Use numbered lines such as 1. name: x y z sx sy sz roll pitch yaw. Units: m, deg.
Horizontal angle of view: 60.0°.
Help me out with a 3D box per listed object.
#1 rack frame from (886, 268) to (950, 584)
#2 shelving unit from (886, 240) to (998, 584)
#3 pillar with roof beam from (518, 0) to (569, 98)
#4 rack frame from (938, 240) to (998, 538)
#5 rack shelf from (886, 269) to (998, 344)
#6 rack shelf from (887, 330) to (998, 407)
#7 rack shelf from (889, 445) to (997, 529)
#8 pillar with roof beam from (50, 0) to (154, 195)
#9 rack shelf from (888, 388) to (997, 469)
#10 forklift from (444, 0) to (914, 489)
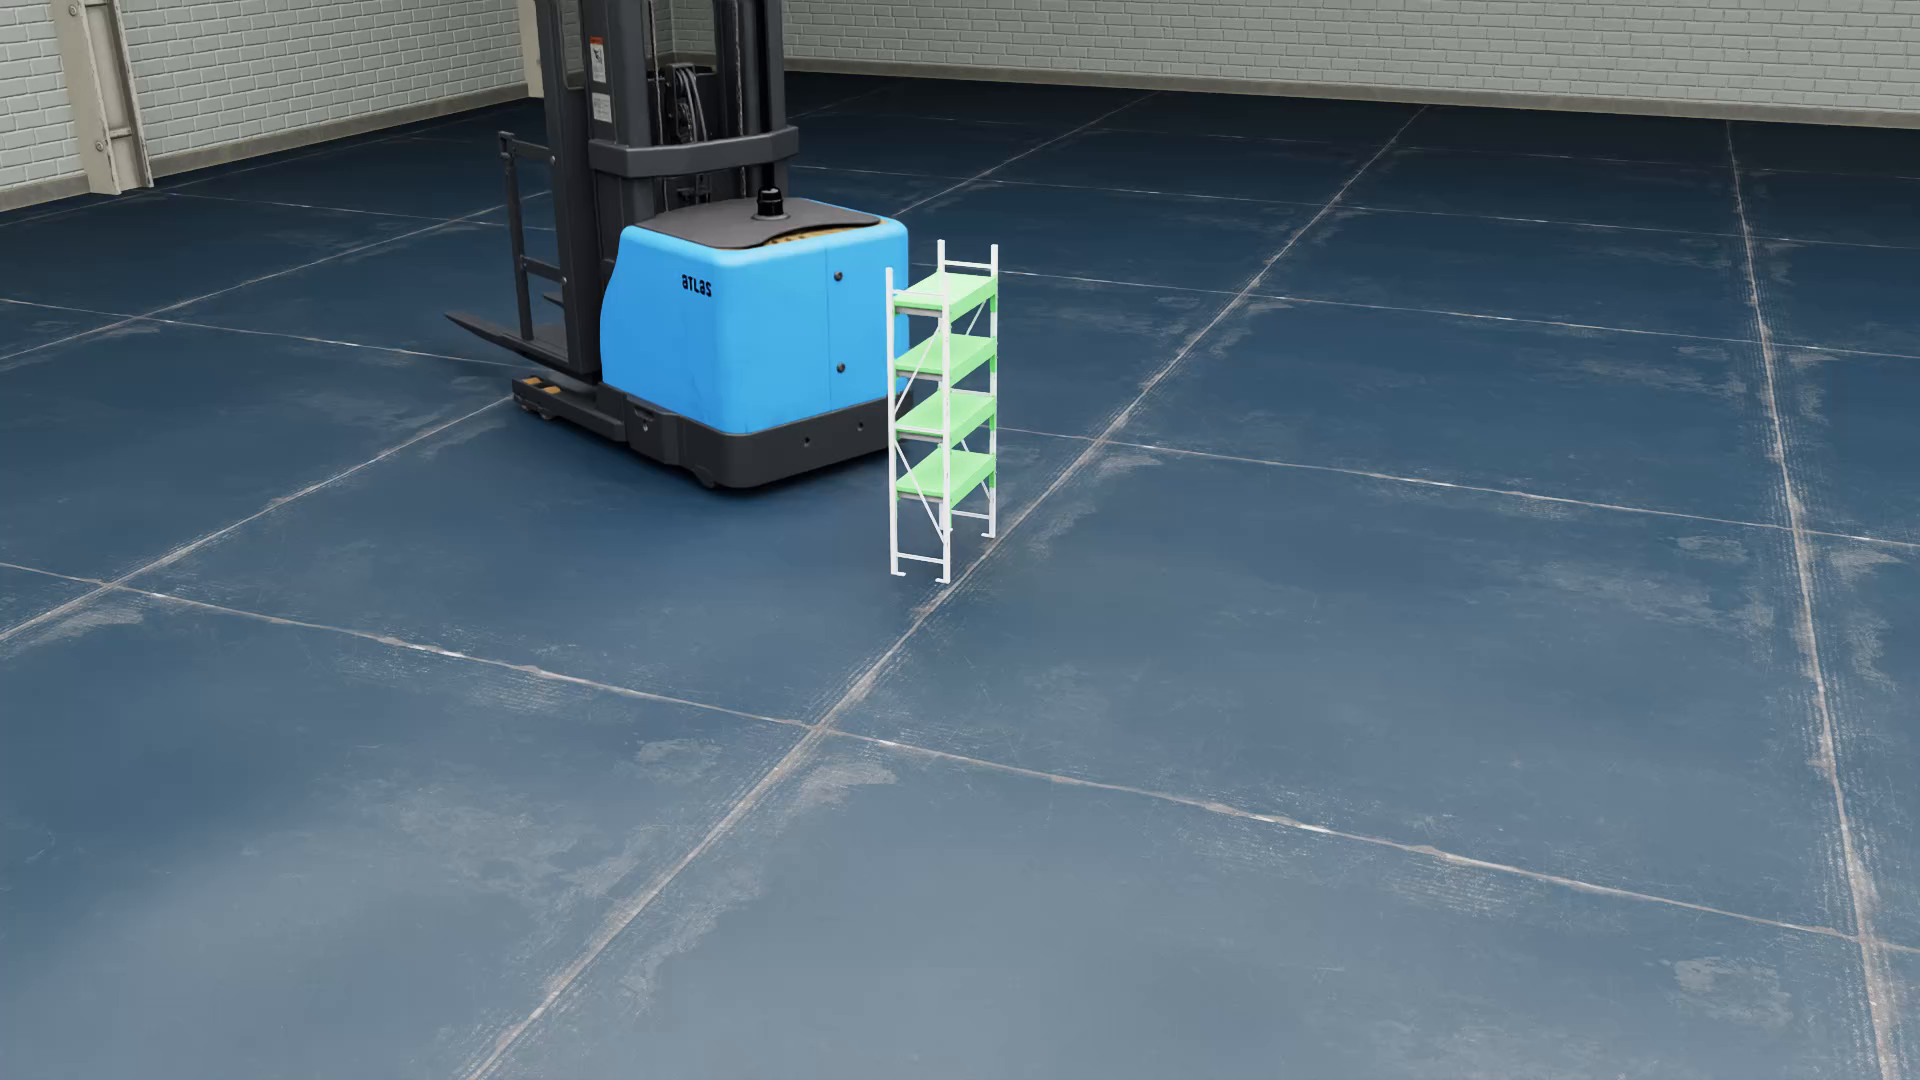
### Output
1. rack frame: -0.152 -0.407 6.168 0.240 1.200 0.015 9 24 20
2. shelving unit: -0.061 -0.494 6.377 0.258 1.200 0.503 9 24 20
3. pillar with roof beam: -0.655 -8.563 15.574 9.100 9.000 0.400 9 24 20
4. rack frame: 0.029 -0.582 6.586 0.240 1.200 0.015 9 24 20
5. rack shelf: -0.061 -0.878 6.217 0.258 0.148 0.480 9 24 20
6. rack shelf: -0.061 -0.657 6.309 0.258 0.148 0.480 9 24 20
7. rack shelf: -0.061 -0.214 6.494 0.258 0.148 0.480 9 24 20
8. pillar with roof beam: -2.883 -6.416 10.434 9.100 9.000 0.400 9 24 20
9. rack shelf: -0.061 -0.435 6.402 0.258 0.148 0.480 9 24 20
10. forklift: -1.579 -2.056 7.870 1.130 2.935 3.031 -19 30 -39
